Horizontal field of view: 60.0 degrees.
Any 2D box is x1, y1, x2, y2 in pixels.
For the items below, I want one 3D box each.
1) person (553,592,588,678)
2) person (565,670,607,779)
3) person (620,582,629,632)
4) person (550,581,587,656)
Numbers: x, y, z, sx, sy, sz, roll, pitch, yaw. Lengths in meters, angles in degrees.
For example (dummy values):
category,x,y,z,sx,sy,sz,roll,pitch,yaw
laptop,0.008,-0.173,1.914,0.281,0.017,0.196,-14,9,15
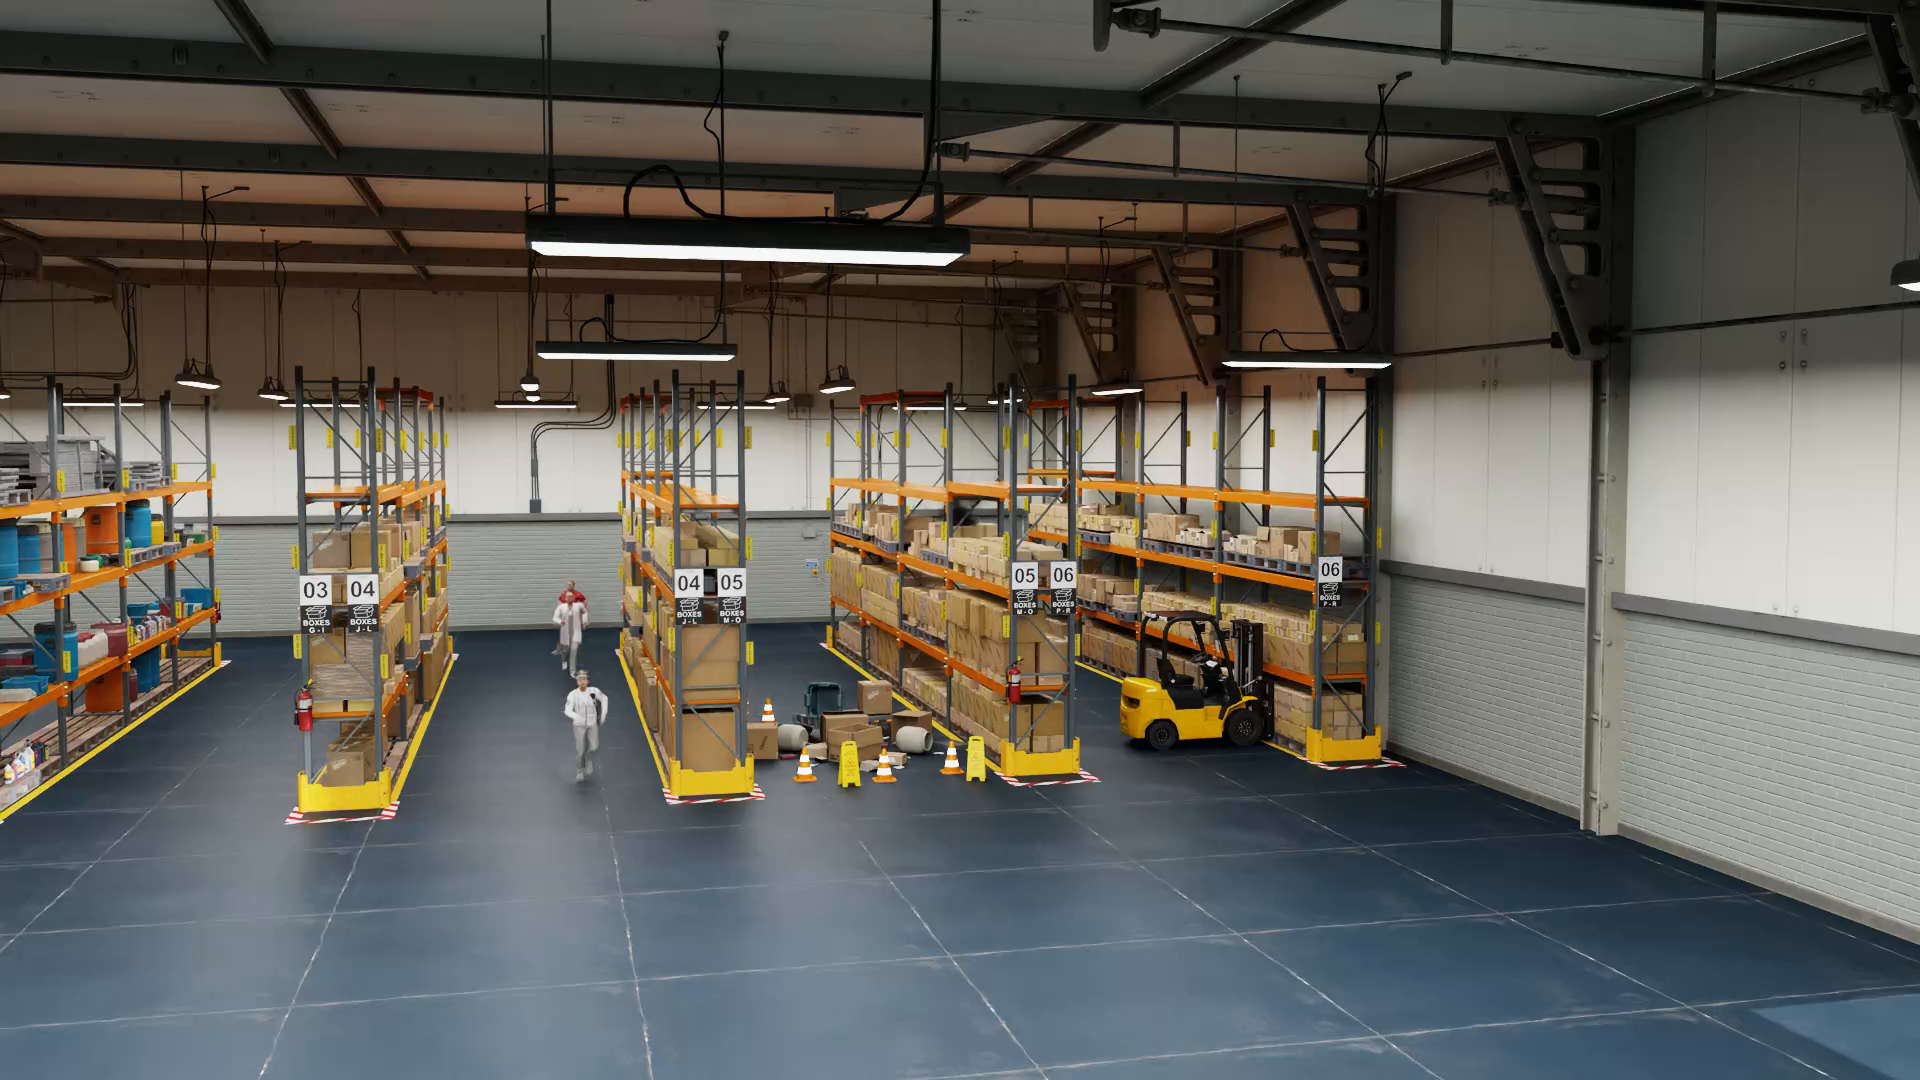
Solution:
category,x,y,z,sx,sy,sz,roll,pitch,yaw
person,-8.310,1.997,35.512,0.718,1.794,1.048,-1,3,-11
person,-5.464,2.717,24.347,0.634,1.644,0.728,-1,4,-17
person,-7.974,1.757,40.334,0.635,1.675,0.794,0,3,-5
person,-9.213,1.819,39.096,0.740,1.737,0.910,2,4,31
